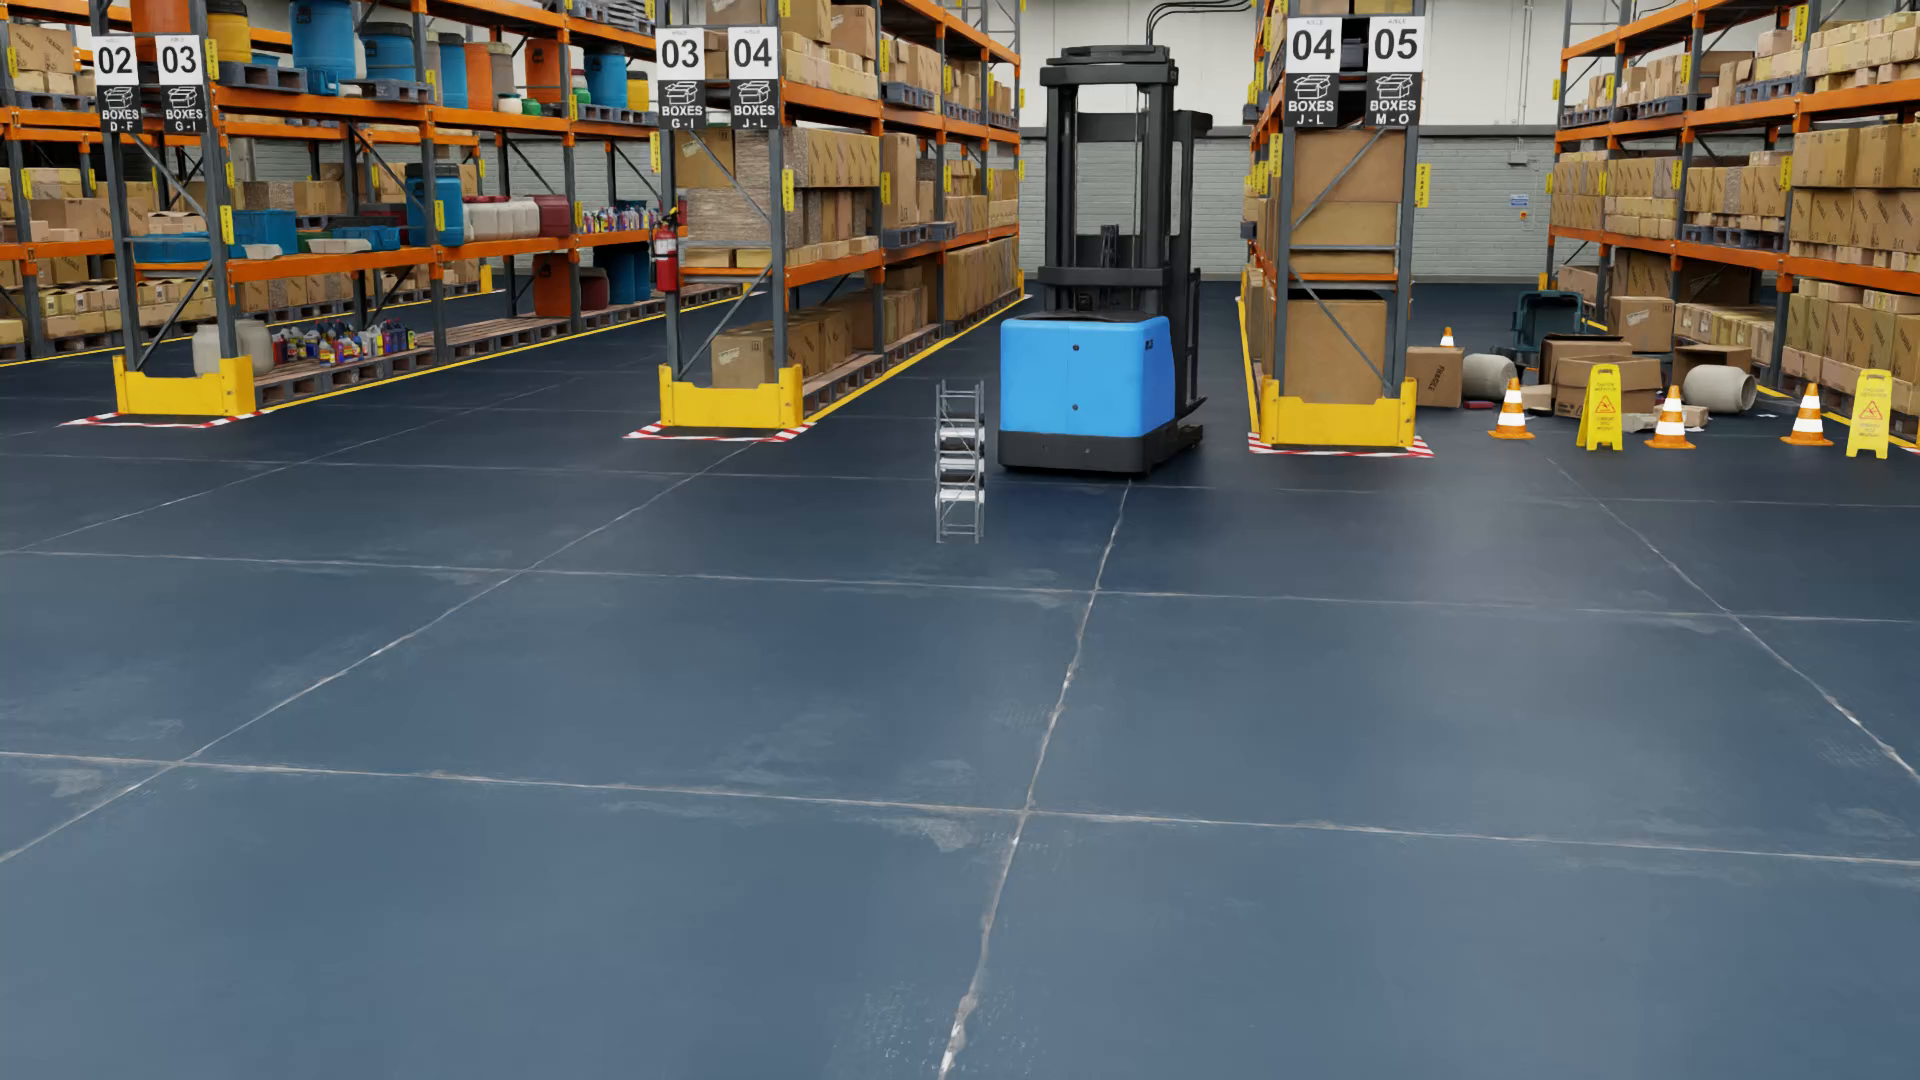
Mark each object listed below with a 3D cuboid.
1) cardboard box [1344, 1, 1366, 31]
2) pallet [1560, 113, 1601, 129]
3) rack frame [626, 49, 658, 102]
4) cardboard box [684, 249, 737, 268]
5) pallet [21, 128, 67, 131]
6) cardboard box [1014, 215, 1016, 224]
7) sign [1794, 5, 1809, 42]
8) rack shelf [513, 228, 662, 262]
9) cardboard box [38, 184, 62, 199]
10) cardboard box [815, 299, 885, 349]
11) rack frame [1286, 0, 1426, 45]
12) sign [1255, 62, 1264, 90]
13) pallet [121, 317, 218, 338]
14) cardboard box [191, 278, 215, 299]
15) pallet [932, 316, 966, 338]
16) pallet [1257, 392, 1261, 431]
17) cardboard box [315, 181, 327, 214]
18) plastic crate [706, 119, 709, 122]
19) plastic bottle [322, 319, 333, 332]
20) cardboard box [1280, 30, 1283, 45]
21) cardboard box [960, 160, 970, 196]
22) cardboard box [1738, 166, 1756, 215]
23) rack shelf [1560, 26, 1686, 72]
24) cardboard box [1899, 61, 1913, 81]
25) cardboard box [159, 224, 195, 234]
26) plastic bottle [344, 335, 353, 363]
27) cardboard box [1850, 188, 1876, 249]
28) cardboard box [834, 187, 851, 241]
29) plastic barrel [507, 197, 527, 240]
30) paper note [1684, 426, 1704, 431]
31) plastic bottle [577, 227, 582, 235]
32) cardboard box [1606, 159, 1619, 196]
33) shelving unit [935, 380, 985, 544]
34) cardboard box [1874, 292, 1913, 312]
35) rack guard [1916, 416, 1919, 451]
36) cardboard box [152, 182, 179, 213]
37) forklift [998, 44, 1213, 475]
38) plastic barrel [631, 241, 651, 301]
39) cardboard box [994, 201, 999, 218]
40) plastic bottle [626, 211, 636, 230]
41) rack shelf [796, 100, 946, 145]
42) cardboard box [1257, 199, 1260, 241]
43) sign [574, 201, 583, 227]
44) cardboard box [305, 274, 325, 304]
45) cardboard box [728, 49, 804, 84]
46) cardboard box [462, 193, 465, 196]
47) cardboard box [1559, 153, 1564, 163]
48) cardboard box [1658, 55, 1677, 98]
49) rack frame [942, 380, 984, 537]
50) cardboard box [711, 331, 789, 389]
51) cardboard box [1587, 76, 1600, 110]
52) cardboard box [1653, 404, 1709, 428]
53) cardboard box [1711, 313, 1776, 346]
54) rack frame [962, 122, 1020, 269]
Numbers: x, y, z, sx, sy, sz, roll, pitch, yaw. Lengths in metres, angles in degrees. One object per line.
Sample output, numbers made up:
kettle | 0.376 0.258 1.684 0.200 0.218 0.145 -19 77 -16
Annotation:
cardboard box | 3.359 -4.234 13.314 0.500 0.250 0.500 2 12 8
pallet | 10.218 -6.703 26.566 1.003 0.211 1.213 2 12 9
rack frame | -4.979 -8.016 25.329 1.000 3.000 0.127 2 12 9
cardboard box | -2.091 -2.368 13.959 0.380 0.149 0.250 2 12 9
pallet | -14.861 -6.585 26.262 0.805 0.209 1.217 1 12 6
cardboard box | 0.762 -5.494 28.462 0.380 0.149 0.250 2 12 9
sign | 7.927 -4.865 15.668 0.100 0.325 0.005 2 12 9
rack shelf | -5.287 -4.315 24.105 1.077 0.370 4.000 2 12 9
cardboard box | -14.659 -5.398 26.429 0.500 0.500 0.500 2 12 9
cardboard box | -1.200 -2.378 18.296 0.700 0.500 0.500 1 12 4
rack frame | 2.955 -5.176 12.150 1.000 3.000 0.127 2 12 9
sign | 3.649 -5.646 20.223 0.100 0.325 0.005 2 12 9
pallet | -10.654 -2.879 22.351 1.003 0.211 1.213 2 12 9
cardboard box | -10.326 -3.430 22.490 0.500 0.311 0.500 2 12 10
pallet | -0.505 -2.889 22.397 1.003 0.211 1.213 2 12 9
pallet | 3.000 -1.049 13.860 1.003 0.211 1.213 2 12 9
cardboard box | -10.210 -5.262 25.557 0.700 0.500 0.500 4 13 18
plastic crate | -4.699 -7.247 29.193 0.497 0.269 0.590 2 12 9
plastic bottle | -6.744 -2.184 17.750 0.144 0.351 0.185 2 12 10
cardboard box | 2.710 -3.974 13.053 0.380 0.149 0.250 2 12 9
cardboard box | -0.292 -5.187 23.821 0.797 0.503 0.637 2 12 9
cardboard box | 8.481 -3.650 17.371 0.500 0.500 0.500 2 12 11
rack shelf | 10.014 -7.404 25.145 1.077 0.370 4.000 2 12 9
cardboard box | 7.864 -3.796 13.466 0.380 0.149 0.250 2 12 7
cardboard box | -10.354 -4.093 21.962 0.380 0.149 0.250 2 12 9
plastic bottle | -6.170 -1.926 16.744 0.097 0.271 0.097 0 12 0
cardboard box | 7.931 -2.733 14.112 0.500 0.500 0.500 2 12 9
cardboard box | -1.535 -3.150 16.046 0.875 0.500 0.500 2 12 9
plastic barrel | -5.606 -3.997 20.653 0.421 0.512 0.421 0 12 0
paper note | 6.040 -0.914 13.661 0.148 0.019 0.142 -2 12 -11
plastic bottle | -5.209 -4.270 22.480 0.152 0.276 0.135 2 12 9
cardboard box | 9.355 -5.057 23.229 0.500 0.500 0.500 2 12 9
shelving unit | 0.001 -0.442 9.406 0.258 0.900 0.210 2 12 9
cardboard box | 7.759 -1.955 13.654 0.380 0.149 0.250 2 12 10
rack guard | 7.873 -0.898 12.473 1.175 0.500 0.348 2 12 9
cardboard box | -14.449 -5.967 29.349 0.980 0.700 0.700 1 12 6
forklift | 1.247 -2.151 12.518 1.130 2.935 3.031 4 13 20
plastic barrel | -5.080 -4.150 25.615 0.600 0.901 0.708 2 12 9
cardboard box | 0.327 -5.188 26.095 0.500 0.250 0.500 2 12 8
plastic bottle | -4.875 -4.721 24.575 0.152 0.276 0.135 2 12 9
rack shelf | -1.008 -4.789 19.181 1.077 0.370 4.000 2 12 9
cardboard box | 3.774 -3.767 19.615 0.500 0.500 0.500 2 12 8
sign | -5.050 -4.314 22.005 0.100 0.325 0.005 2 12 9
cardboard box | -9.904 -3.813 24.955 0.500 0.500 0.500 1 12 7
cardboard box | -1.601 -3.910 13.752 0.500 0.250 0.500 2 12 10
cardboard box | -9.134 -5.916 29.588 0.500 0.500 0.500 2 12 9
cardboard box | 9.994 -6.224 27.105 0.380 0.149 0.250 2 12 10
cardboard box | 9.056 -5.702 20.477 0.700 0.500 0.500 1 12 6
rack frame | 0.017 -0.463 9.505 0.240 0.900 0.006 2 12 9
cardboard box | -1.818 -1.538 14.445 0.500 0.500 0.500 4 13 19
cardboard box | 9.864 -6.789 25.285 0.500 0.500 0.500 2 12 10
cardboard box | 6.067 -1.048 14.005 0.380 0.149 0.250 10 15 38
cardboard box | 8.767 -2.261 18.106 0.950 0.372 0.625 2 12 11
rack frame | 0.530 -5.756 29.081 1.000 3.000 0.127 2 12 9
